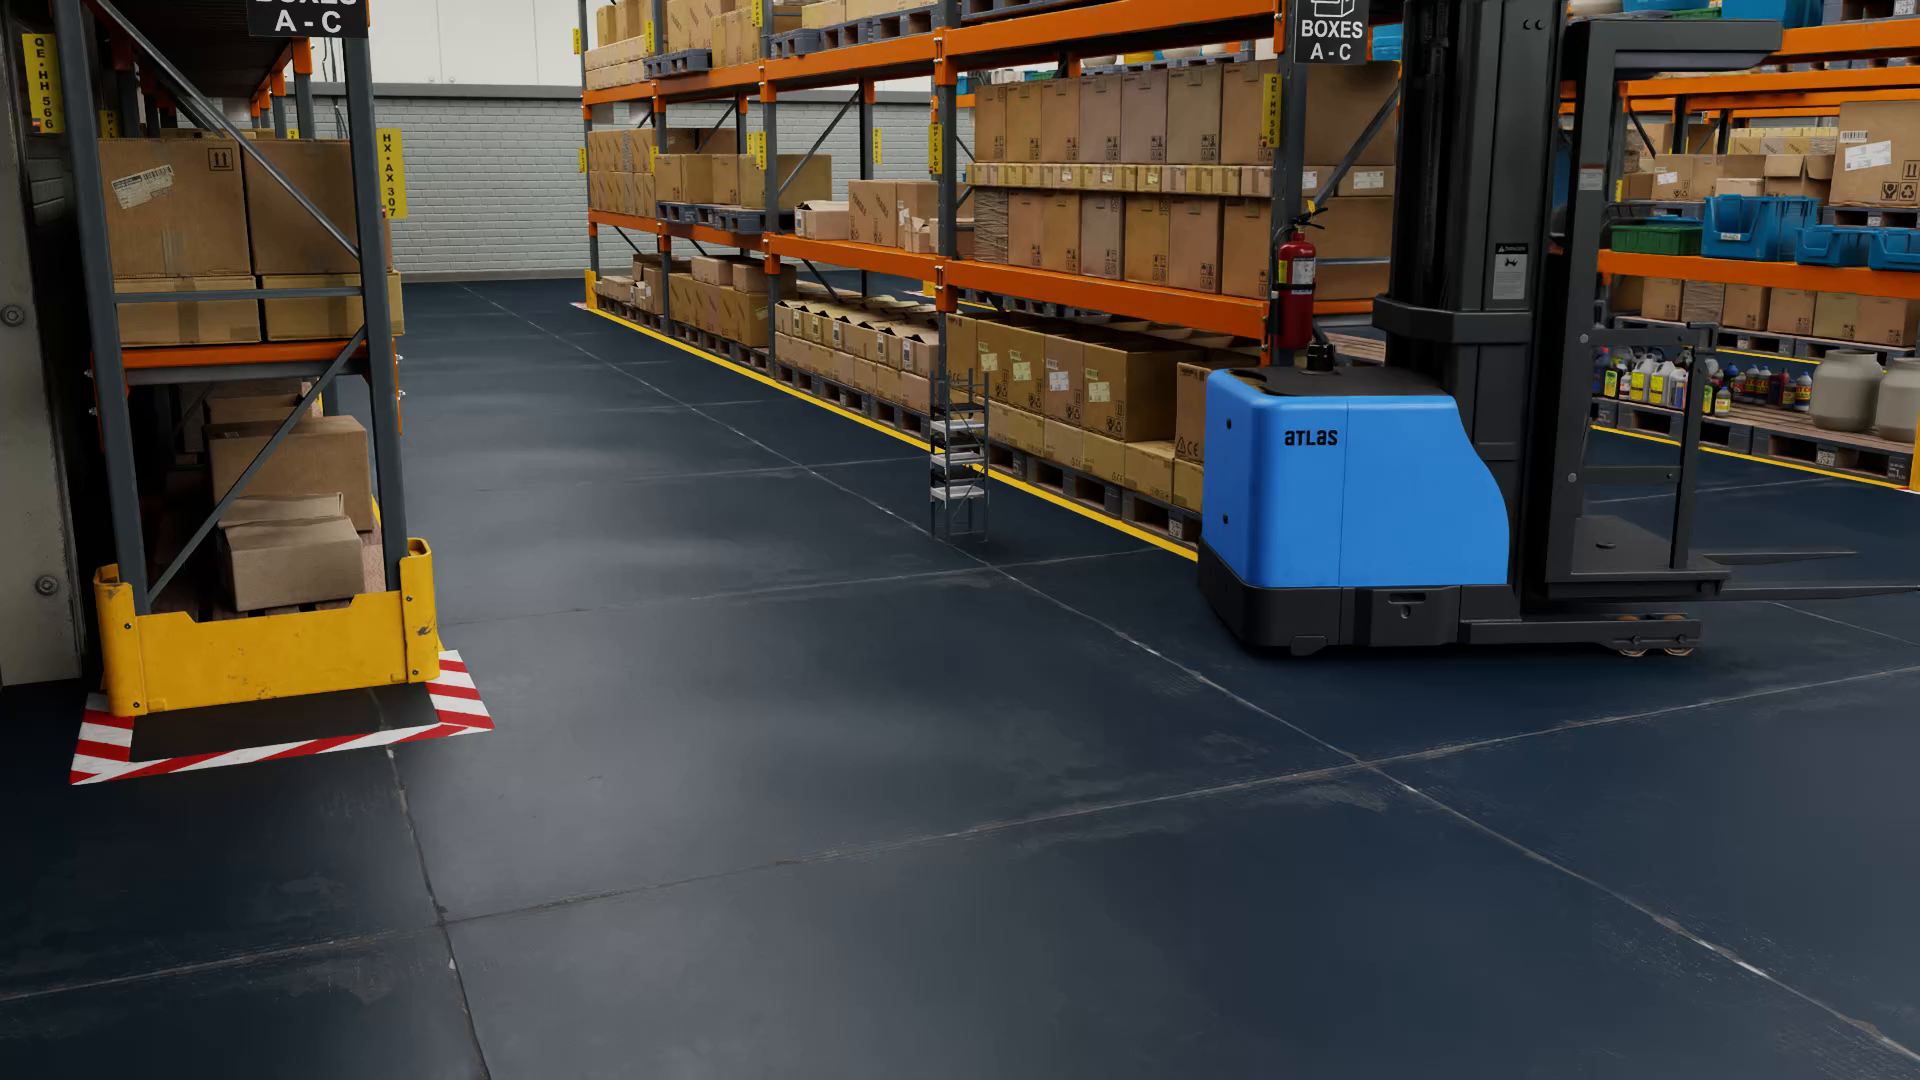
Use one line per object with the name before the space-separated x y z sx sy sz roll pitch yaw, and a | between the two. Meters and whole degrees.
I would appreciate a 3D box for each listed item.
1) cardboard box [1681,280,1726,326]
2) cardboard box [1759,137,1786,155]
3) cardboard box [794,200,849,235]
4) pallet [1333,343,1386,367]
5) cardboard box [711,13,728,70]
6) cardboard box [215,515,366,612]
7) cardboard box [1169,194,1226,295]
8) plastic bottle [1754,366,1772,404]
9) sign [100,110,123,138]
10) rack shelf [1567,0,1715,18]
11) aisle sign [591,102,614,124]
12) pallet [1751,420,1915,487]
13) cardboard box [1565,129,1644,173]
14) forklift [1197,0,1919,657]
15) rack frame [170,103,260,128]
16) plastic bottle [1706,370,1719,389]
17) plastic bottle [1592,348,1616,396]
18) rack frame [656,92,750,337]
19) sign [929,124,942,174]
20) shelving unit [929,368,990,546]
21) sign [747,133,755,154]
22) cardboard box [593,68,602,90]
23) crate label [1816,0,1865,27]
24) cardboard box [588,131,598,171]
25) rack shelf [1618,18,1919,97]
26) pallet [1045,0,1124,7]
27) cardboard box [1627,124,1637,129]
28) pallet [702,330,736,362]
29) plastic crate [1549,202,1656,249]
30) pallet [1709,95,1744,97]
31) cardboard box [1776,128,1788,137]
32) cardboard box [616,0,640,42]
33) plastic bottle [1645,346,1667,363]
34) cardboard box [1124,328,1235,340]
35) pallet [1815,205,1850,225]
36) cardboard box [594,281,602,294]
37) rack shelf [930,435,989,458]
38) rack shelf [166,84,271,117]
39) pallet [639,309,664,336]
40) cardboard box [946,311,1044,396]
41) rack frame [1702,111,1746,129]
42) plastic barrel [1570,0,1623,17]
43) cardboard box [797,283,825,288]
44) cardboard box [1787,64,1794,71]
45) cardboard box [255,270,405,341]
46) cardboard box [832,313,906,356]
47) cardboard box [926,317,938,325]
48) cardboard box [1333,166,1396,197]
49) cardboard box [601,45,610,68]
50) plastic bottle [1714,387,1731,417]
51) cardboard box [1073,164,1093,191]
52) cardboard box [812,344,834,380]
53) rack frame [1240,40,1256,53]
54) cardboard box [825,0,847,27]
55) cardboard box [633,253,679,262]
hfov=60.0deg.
cardboard box | 8.328 -2.624 18.124 0.700 0.500 0.500 -7 15 -28
cardboard box | 14.041 -6.625 28.403 0.500 0.500 0.500 -6 14 -23
cardboard box | -1.165 -2.861 14.778 0.500 0.311 0.500 -5 14 -19
pallet | 4.029 -1.657 15.560 1.003 0.211 1.213 -6 14 -23
cardboard box | -1.889 -4.794 16.056 0.910 0.500 0.500 -6 14 -23
cardboard box | -2.798 0.062 6.938 0.500 0.311 0.500 -7 15 -29
cardboard box | 1.544 -1.585 8.846 0.700 0.500 0.500 -5 14 -22
plastic bottle | 5.896 -1.136 12.202 0.097 0.271 0.097 0 13 0
sign | -4.713 -2.222 9.252 0.100 0.325 0.005 -6 14 -23
rack shelf | 9.989 -8.115 25.579 1.077 0.370 4.000 -6 14 -23
aisle sign | -4.772 -5.891 21.904 0.394 0.787 0.004 -6 14 -23
pallet | 6.080 -0.599 10.990 1.003 0.211 1.213 -6 14 -23
cardboard box | 7.530 -4.568 19.507 0.797 0.503 0.637 -5 14 -21
forklift | 2.625 -1.068 6.984 3.031 2.935 1.130 -1 13 -4
rack frame | -9.013 -4.189 20.315 1.000 3.000 0.127 -6 14 -23
plastic bottle | 5.358 -1.073 11.901 0.061 0.283 0.133 -6 14 -23
plastic bottle | 4.890 -1.285 12.667 0.144 0.351 0.185 -6 14 -25
rack frame | -2.873 -3.810 18.681 1.000 3.000 0.127 -6 14 -23
sign | -0.162 -2.632 11.197 0.100 0.325 0.005 -6 14 -23
shelving unit | -0.003 -0.440 8.776 0.258 0.900 0.210 -6 14 -23
sign | -2.366 -4.425 18.770 0.100 0.325 0.005 -6 14 -23
cardboard box | -4.314 -5.791 20.921 0.500 0.250 0.500 -6 14 -23
crate label | 6.027 -3.583 11.377 0.502 0.251 0.408 -6 14 -23
cardboard box | -4.539 -5.057 21.628 0.500 0.500 0.500 -5 14 -21
rack shelf | 5.673 -3.302 11.427 1.077 0.370 4.000 -6 14 -23
pallet | 1.182 -3.150 9.372 1.003 0.211 1.213 -6 14 -23
cardboard box | 10.142 -5.991 25.005 0.500 0.500 0.500 -6 14 -25
pallet | -2.020 -2.035 17.193 1.003 0.211 1.213 -6 14 -23
plastic crate | 4.965 -2.454 12.959 0.767 0.338 0.504 -6 14 -23
pallet | 10.940 -6.364 23.479 1.213 0.211 1.003 -6 14 -23
cardboard box | 14.078 -6.910 28.196 0.380 0.149 0.250 -5 14 -22
cardboard box | -3.719 -6.213 19.970 0.700 0.500 0.500 -6 14 -23
plastic bottle | 5.471 -1.381 13.084 0.144 0.351 0.185 -6 15 -26
cardboard box | 1.324 -1.002 10.052 0.500 0.500 0.500 -6 14 -23
pallet | 8.638 -3.379 17.243 1.003 0.211 1.213 -6 14 -23
cardboard box | -4.623 -3.345 22.015 0.380 0.149 0.250 -6 14 -23
rack shelf | -0.003 -0.495 8.763 0.258 0.077 0.200 -6 14 -23
rack shelf | -8.212 -4.886 18.272 1.077 0.370 4.000 -6 14 -23
pallet | -3.147 -2.594 19.609 1.003 0.211 1.213 -6 14 -23
cardboard box | 0.230 -1.264 11.181 0.500 0.500 0.500 -6 14 -23
rack frame | 13.683 -6.426 29.981 1.000 3.000 0.127 -6 14 -23
plastic barrel | 4.864 -4.218 12.610 0.421 0.512 0.421 0 13 0
cardboard box | -1.602 -2.312 16.775 0.500 0.500 0.500 -6 14 -24
cardboard box | 8.632 -4.985 17.436 0.500 0.250 0.500 -5 14 -21
cardboard box | -2.508 -0.949 6.606 0.500 0.250 0.500 -6 14 -25
cardboard box | -0.703 -1.668 13.347 0.500 0.311 0.500 -6 14 -24
cardboard box | -0.010 -1.614 13.115 0.500 0.311 0.500 -6 14 -25
cardboard box | 1.974 -1.796 8.319 0.380 0.149 0.250 -6 14 -23
cardboard box | -4.108 -5.932 20.421 0.500 0.250 0.500 -6 14 -23
plastic bottle | 5.337 -0.969 11.633 0.097 0.201 0.097 0 13 0
cardboard box | 0.885 -2.130 9.758 0.380 0.149 0.250 -6 14 -23
cardboard box | -0.914 -1.504 13.880 0.500 0.250 0.500 -6 14 -24
rack frame | 3.269 -6.353 16.363 1.000 3.000 0.127 -6 14 -23
cardboard box | -0.811 -4.381 13.897 0.500 0.250 0.500 -5 14 -21
cardboard box | -4.032 -3.543 22.094 0.500 0.500 0.500 -6 14 -23
